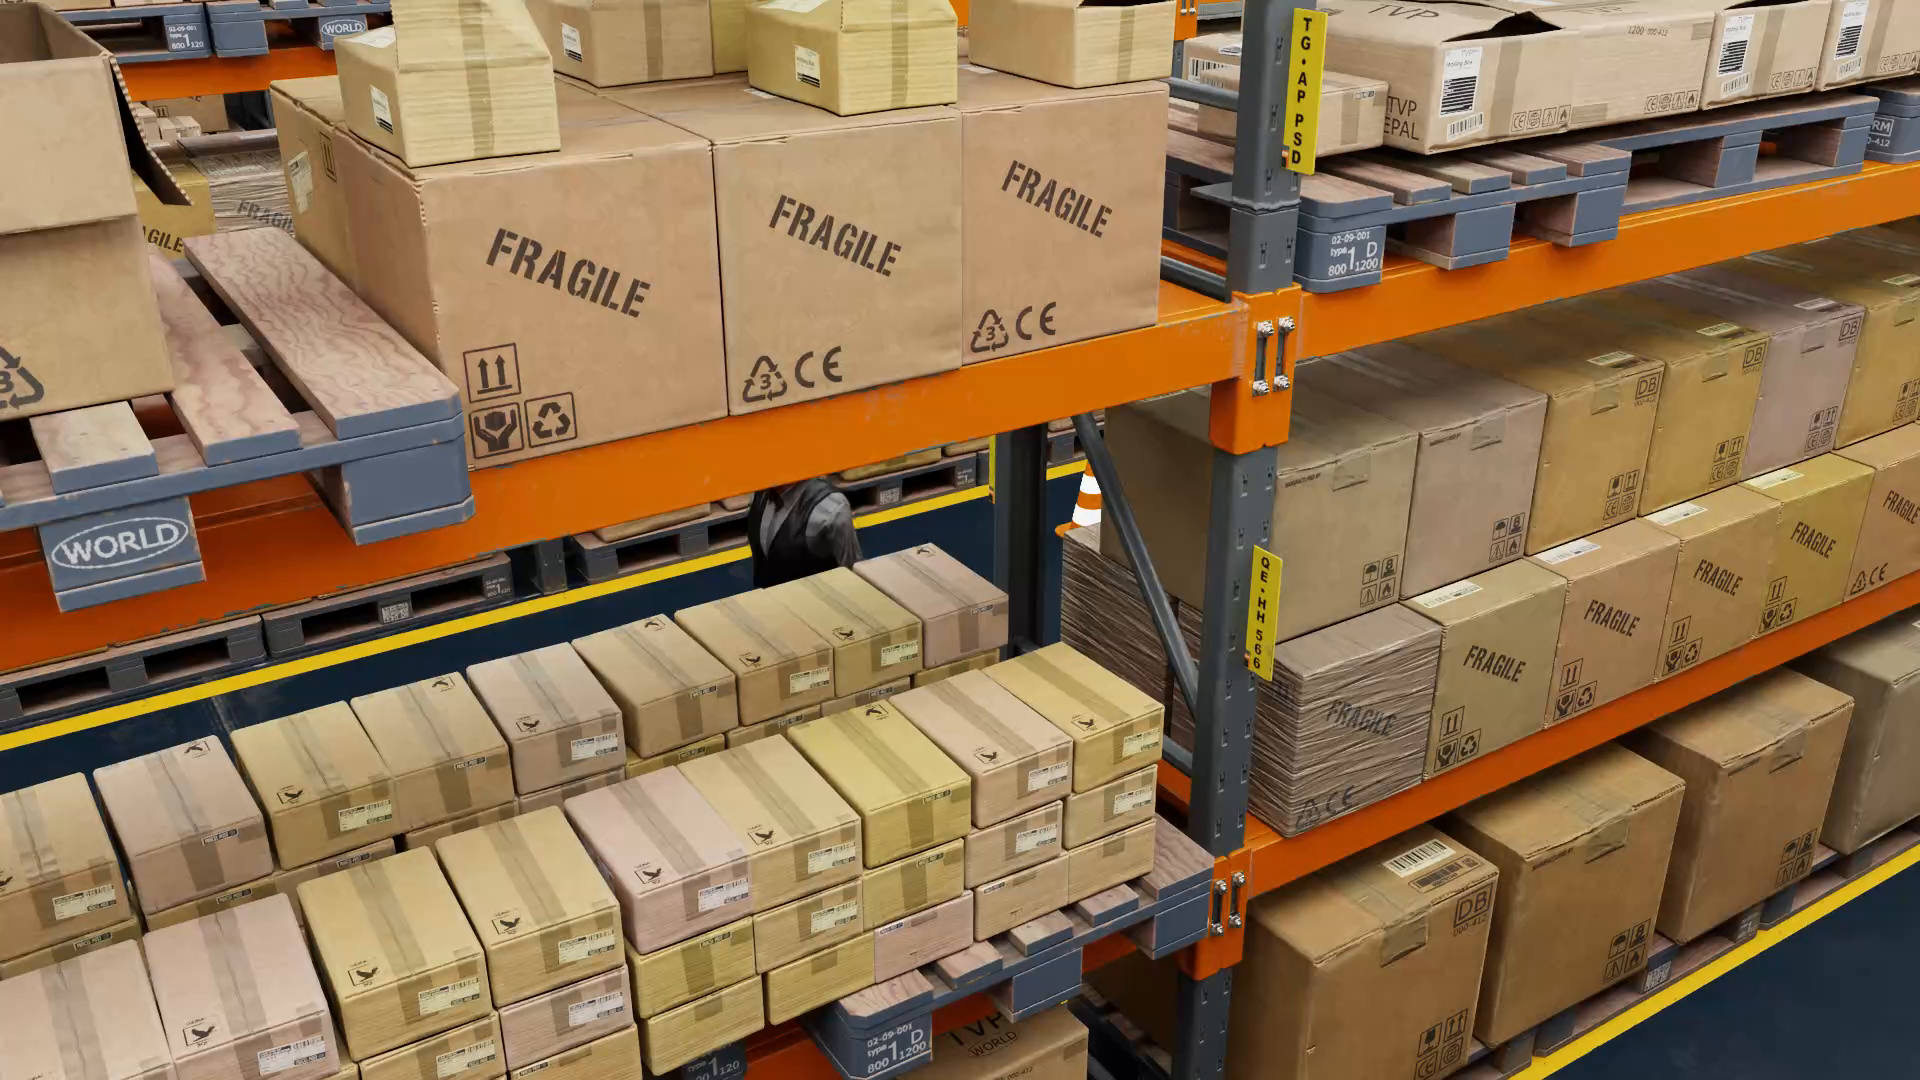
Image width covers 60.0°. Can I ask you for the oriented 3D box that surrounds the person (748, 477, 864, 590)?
[{"bbox_3d":[-0.550,0.329,6.407,0.474,1.715,0.583,-21,32,-37],"label":"person"}]
